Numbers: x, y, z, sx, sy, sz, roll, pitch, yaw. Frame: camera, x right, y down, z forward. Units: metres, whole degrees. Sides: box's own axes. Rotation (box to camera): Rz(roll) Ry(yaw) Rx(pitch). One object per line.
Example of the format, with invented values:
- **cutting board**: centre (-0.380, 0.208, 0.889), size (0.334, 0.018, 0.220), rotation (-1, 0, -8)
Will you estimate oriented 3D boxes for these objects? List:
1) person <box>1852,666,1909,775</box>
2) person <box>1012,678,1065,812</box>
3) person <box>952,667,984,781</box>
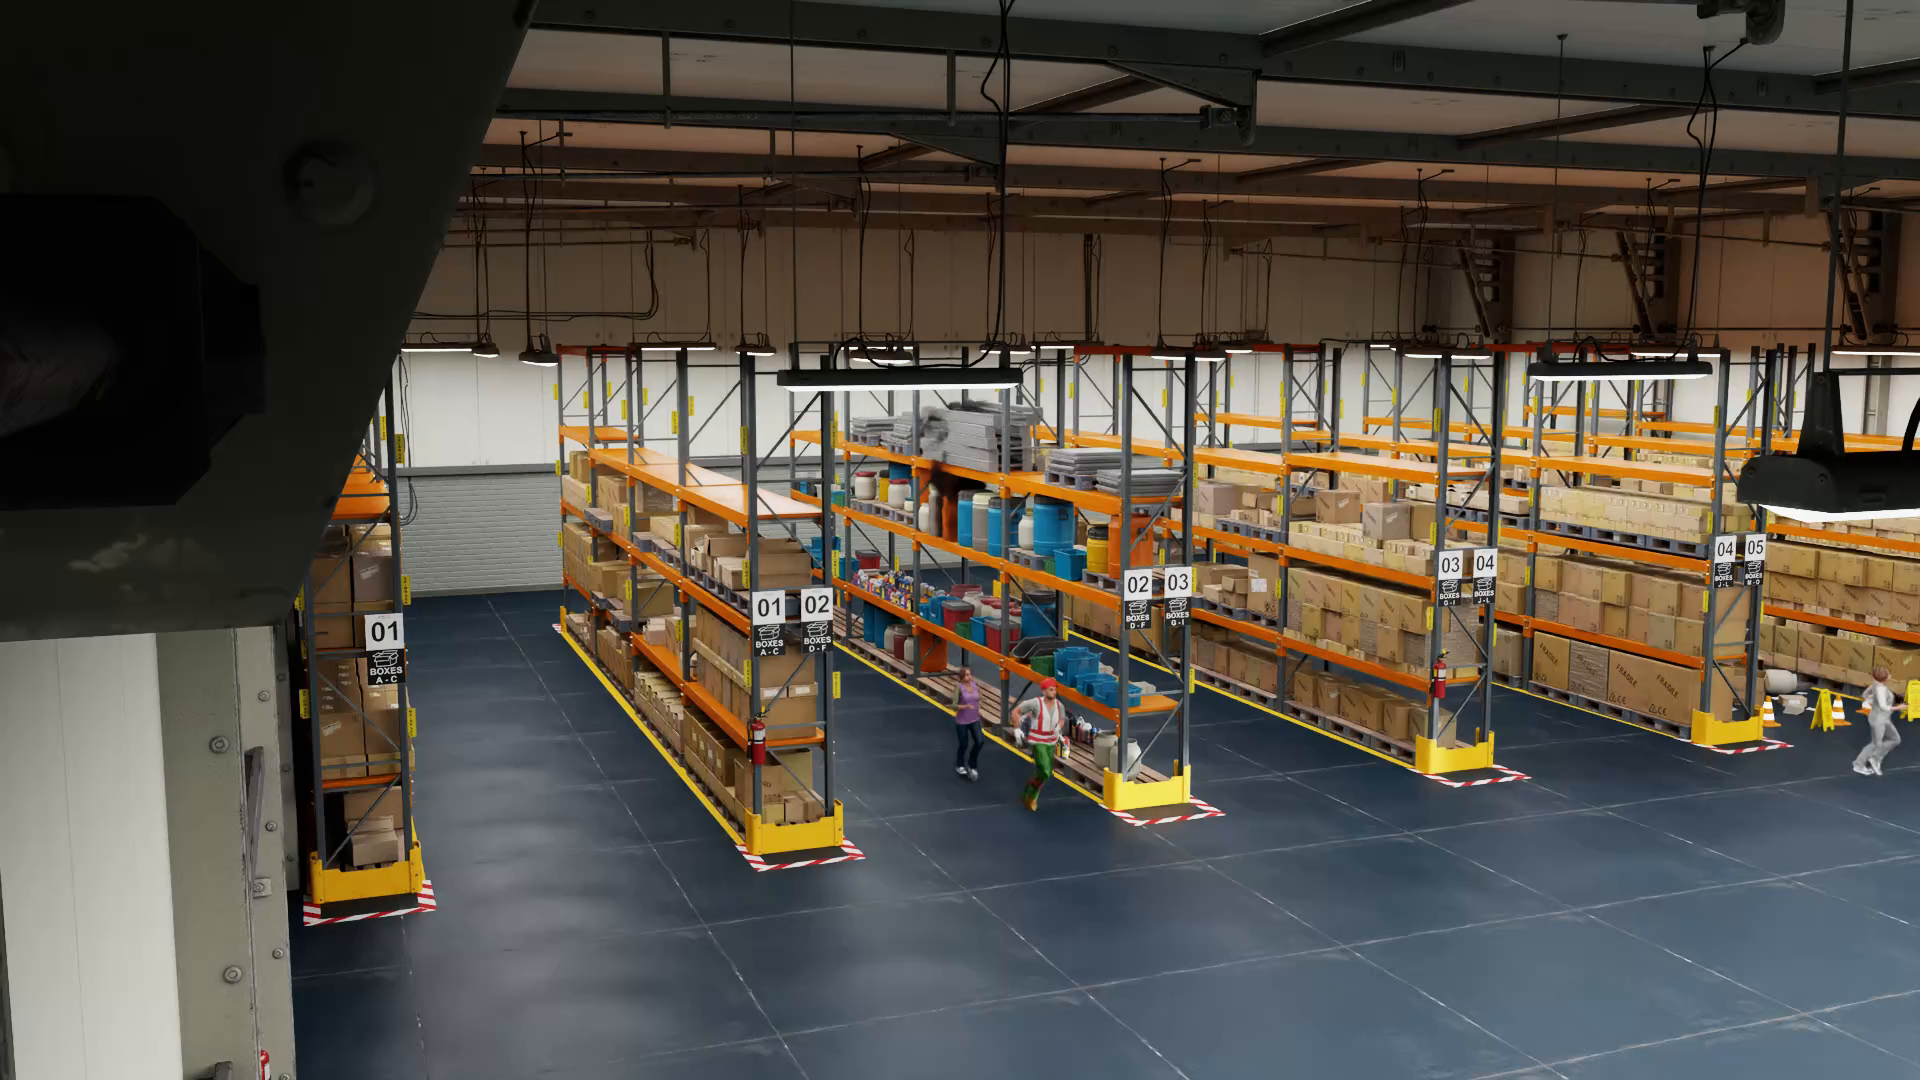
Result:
- **person**: centre (13.008, 2.568, 23.476), size (0.644, 1.564, 0.510), rotation (4, 9, 31)
- **person**: centre (1.079, 2.693, 21.920), size (0.670, 1.776, 0.634), rotation (-6, 9, -40)
- **person**: centre (0.123, 2.583, 23.361), size (0.514, 1.618, 0.640), rotation (-3, 8, -23)
